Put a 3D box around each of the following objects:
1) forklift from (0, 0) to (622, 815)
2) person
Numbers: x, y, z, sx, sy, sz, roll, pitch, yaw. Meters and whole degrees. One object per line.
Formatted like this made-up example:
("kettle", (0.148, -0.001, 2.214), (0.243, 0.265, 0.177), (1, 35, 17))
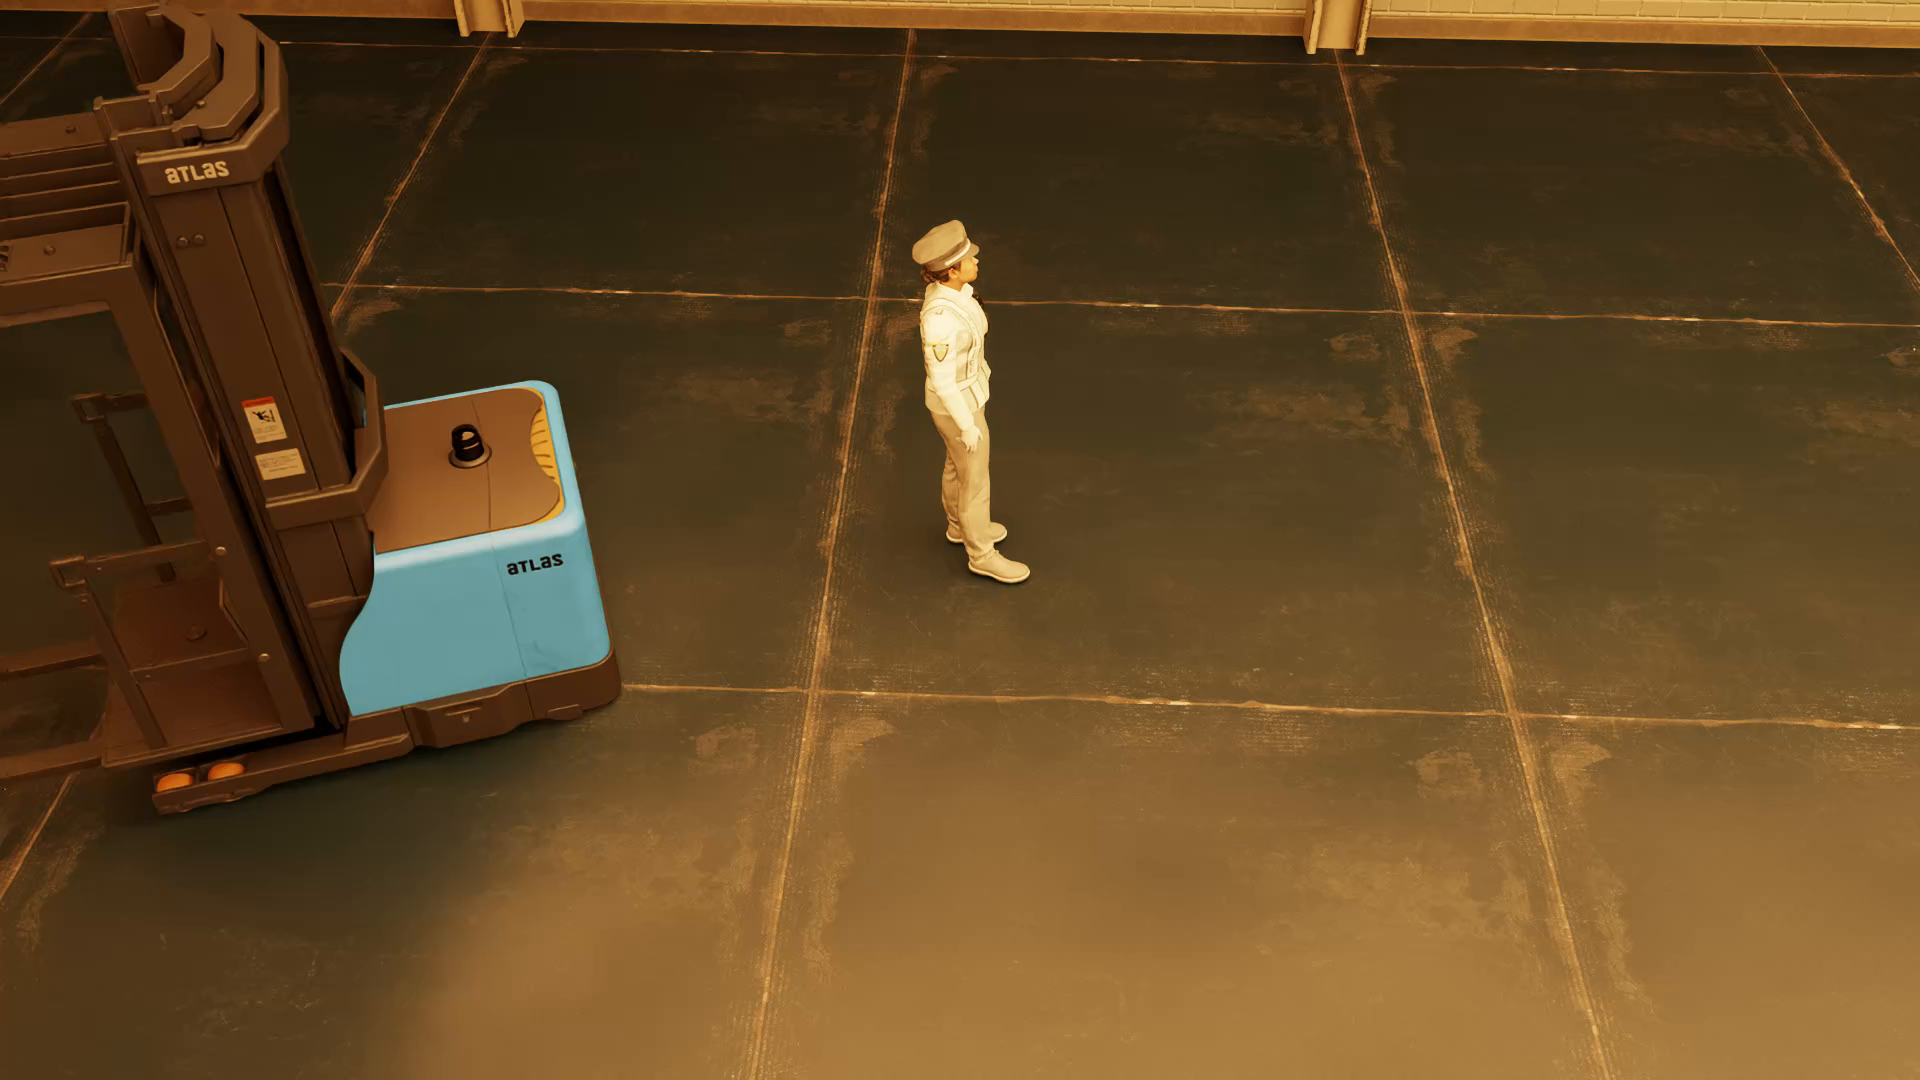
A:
("forklift", (-3.025, -0.383, 6.161), (3.031, 2.935, 1.130), (-12, 44, -13))
("person", (0.067, -0.625, 7.333), (0.533, 1.696, 0.588), (2, 42, 2))
